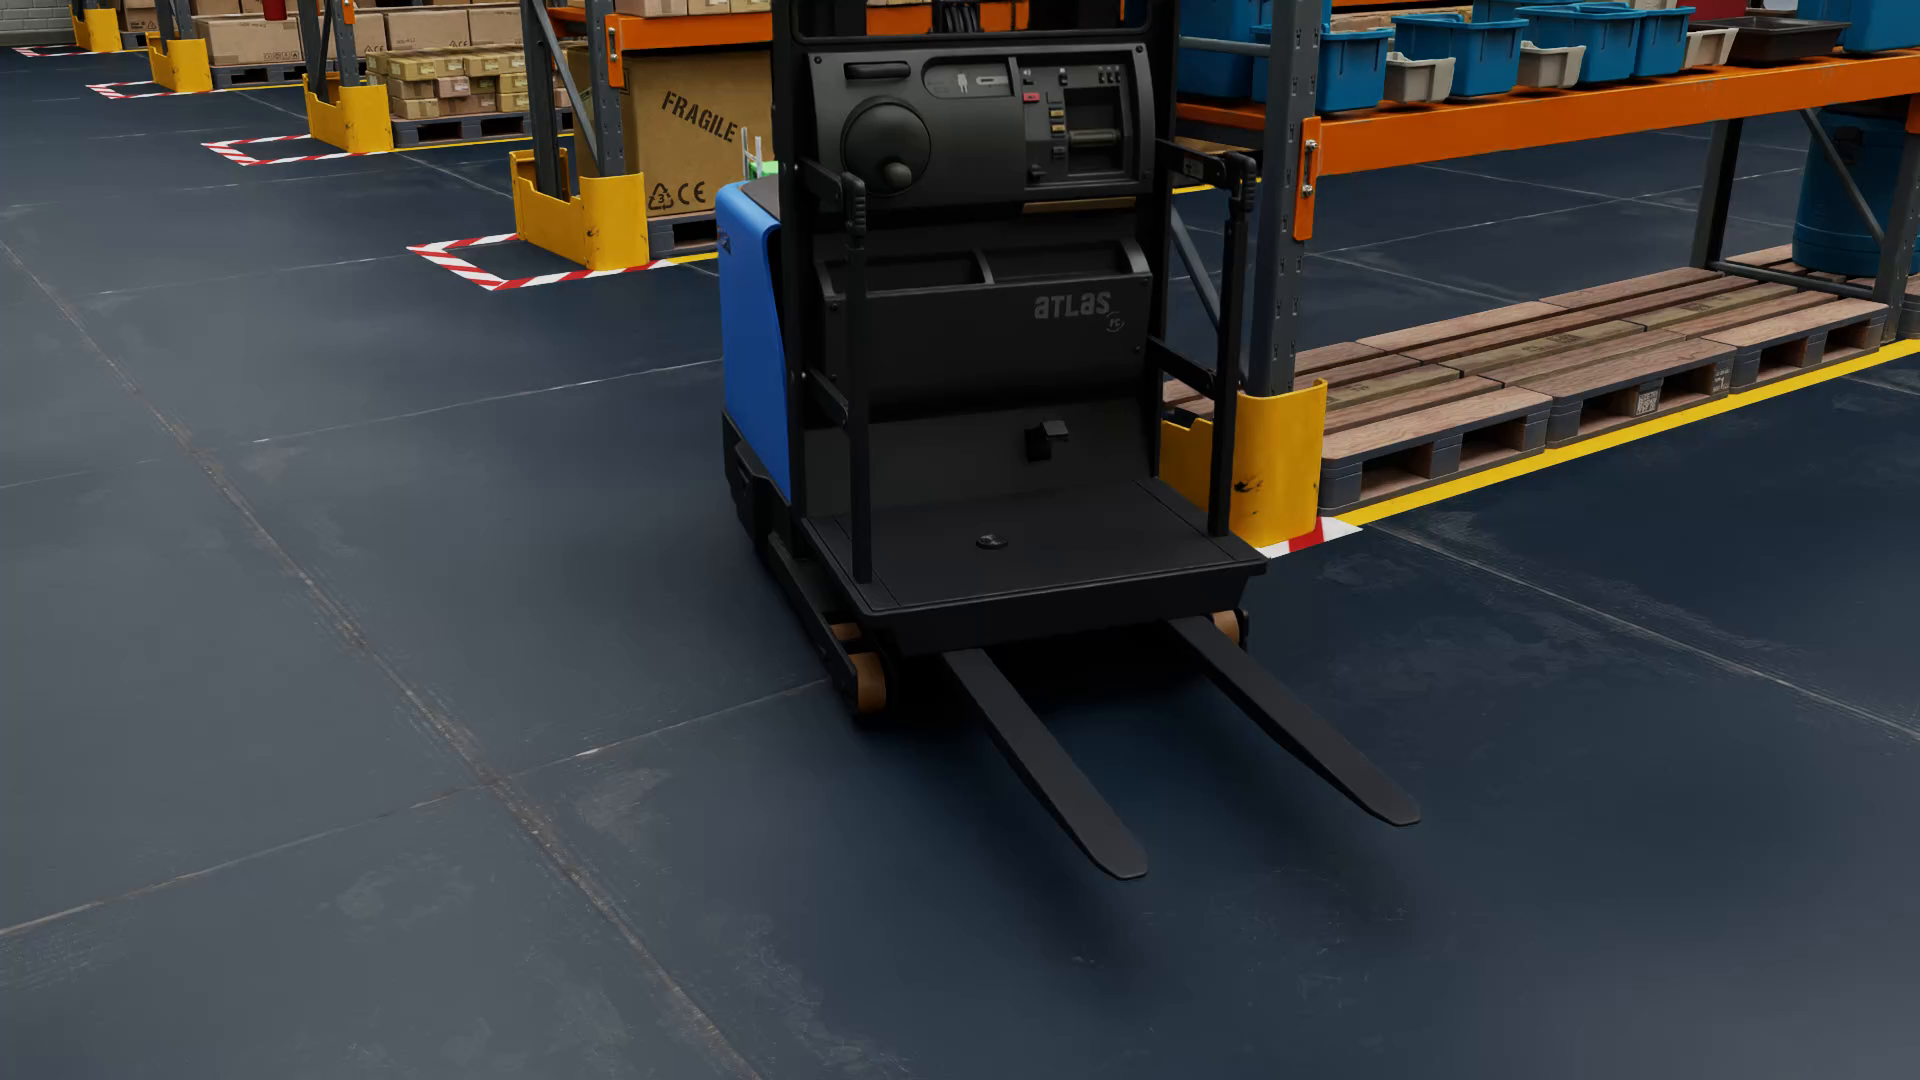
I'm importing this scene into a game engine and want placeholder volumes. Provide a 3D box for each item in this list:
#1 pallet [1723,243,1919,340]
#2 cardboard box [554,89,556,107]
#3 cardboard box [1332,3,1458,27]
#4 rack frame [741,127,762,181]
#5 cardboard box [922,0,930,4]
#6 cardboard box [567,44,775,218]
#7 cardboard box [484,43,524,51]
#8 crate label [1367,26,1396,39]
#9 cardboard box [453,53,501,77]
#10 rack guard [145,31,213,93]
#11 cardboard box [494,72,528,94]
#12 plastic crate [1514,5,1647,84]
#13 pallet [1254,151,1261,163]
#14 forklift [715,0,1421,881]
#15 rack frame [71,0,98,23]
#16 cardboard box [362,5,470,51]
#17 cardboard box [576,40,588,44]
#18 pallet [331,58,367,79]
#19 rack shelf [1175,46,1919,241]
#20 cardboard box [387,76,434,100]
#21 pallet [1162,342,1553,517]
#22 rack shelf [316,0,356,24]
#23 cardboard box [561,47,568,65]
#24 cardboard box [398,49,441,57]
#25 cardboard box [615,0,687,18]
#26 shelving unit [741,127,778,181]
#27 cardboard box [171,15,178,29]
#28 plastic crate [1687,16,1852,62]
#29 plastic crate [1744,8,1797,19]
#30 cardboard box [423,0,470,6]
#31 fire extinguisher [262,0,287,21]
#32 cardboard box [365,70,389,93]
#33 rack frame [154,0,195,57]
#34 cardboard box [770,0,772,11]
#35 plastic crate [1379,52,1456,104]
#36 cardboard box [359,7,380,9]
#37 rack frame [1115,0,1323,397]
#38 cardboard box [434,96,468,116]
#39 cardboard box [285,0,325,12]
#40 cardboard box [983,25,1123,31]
[{"bbox_3d":[4.629,-1.303,8.377,1.213,0.211,1.003,-15,26,-33],"label":"pallet"},{"bbox_3d":[-3.578,-3.713,13.935,0.250,0.149,0.380,-15,26,-33],"label":"cardboard box"},{"bbox_3d":[3.032,-3.674,12.856,0.875,0.875,1.225,-15,26,-33],"label":"cardboard box"},{"bbox_3d":[-0.704,-0.817,5.825,0.015,1.200,0.240,-7,23,-18],"label":"rack frame"},{"bbox_3d":[-0.221,-3.319,10.006,0.250,0.149,0.380,-14,26,-32],"label":"cardboard box"},{"bbox_3d":[-1.688,-2.439,9.761,0.875,0.875,0.875,-15,26,-33],"label":"cardboard box"},{"bbox_3d":[-3.888,-4.163,14.260,0.250,0.149,0.380,-14,26,-31],"label":"cardboard box"},{"bbox_3d":[1.743,-1.840,6.235,0.243,0.136,0.396,-15,26,-33],"label":"crate label"},{"bbox_3d":[-3.919,-3.852,13.480,0.250,0.149,0.380,-15,26,-33],"label":"cardboard box"},{"bbox_3d":[-7.968,-4.883,16.959,0.348,0.500,1.175,-15,26,-33],"label":"rack guard"},{"bbox_3d":[-3.727,-3.772,13.680,0.250,0.149,0.380,-14,26,-31],"label":"cardboard box"},{"bbox_3d":[2.193,-1.767,5.923,0.300,0.233,0.416,-15,26,-33],"label":"plastic crate"},{"bbox_3d":[2.659,-3.094,12.865,1.213,0.211,1.003,-15,26,-33],"label":"pallet"},{"bbox_3d":[0.138,-1.078,4.144,1.130,2.935,3.031,-7,23,-17],"label":"forklift"},{"bbox_3d":[-10.851,-7.542,20.249,0.127,3.000,1.000,-15,26,-33],"label":"rack frame"},{"bbox_3d":[-6.000,-5.622,18.330,0.875,0.438,0.875,-16,27,-34],"label":"cardboard box"},{"bbox_3d":[-3.190,-4.294,14.587,0.250,0.149,0.380,-16,27,-35],"label":"cardboard box"},{"bbox_3d":[-6.356,-5.213,18.176,1.213,0.211,1.003,-15,26,-33],"label":"pallet"},{"bbox_3d":[2.355,-1.677,6.521,4.000,0.370,1.077,-15,26,-33],"label":"rack shelf"},{"bbox_3d":[-4.401,-3.627,13.318,0.250,0.149,0.380,-14,26,-31],"label":"cardboard box"},{"bbox_3d":[1.424,-0.449,6.238,1.213,0.211,1.003,-15,26,-33],"label":"pallet"},{"bbox_3d":[-3.352,-4.681,14.050,4.000,0.370,1.077,-15,26,-33],"label":"rack shelf"},{"bbox_3d":[-3.295,-4.031,13.929,0.250,0.149,0.380,-14,26,-32],"label":"cardboard box"},{"bbox_3d":[-4.457,-3.957,13.743,0.250,0.149,0.380,-14,26,-32],"label":"cardboard box"},{"bbox_3d":[-1.680,-2.929,9.027,0.250,0.149,0.380,-15,26,-32],"label":"cardboard box"},{"bbox_3d":[-0.474,-0.847,5.899,0.503,1.200,0.258,-7,23,-18],"label":"shelving unit"},{"bbox_3d":[-9.931,-6.597,21.161,0.250,0.149,0.380,-16,27,-35],"label":"cardboard box"},{"bbox_3d":[3.227,-2.021,6.703,0.590,0.125,0.437,-15,26,-33],"label":"plastic crate"},{"bbox_3d":[3.517,-2.291,7.366,0.243,0.136,0.396,-15,26,-33],"label":"plastic crate"},{"bbox_3d":[-7.080,-7.479,22.897,0.500,0.500,0.500,-14,25,-31],"label":"cardboard box"},{"bbox_3d":[-5.450,-4.457,13.126,0.183,0.674,0.296,-15,26,-33],"label":"fire extinguisher"},{"bbox_3d":[-4.714,-3.791,13.728,0.250,0.149,0.380,-16,27,-34],"label":"cardboard box"},{"bbox_3d":[-7.949,-6.049,16.509,0.127,3.000,1.000,-15,26,-33],"label":"rack frame"},{"bbox_3d":[-1.054,-3.097,9.449,0.250,0.149,0.380,-15,26,-34],"label":"cardboard box"},{"bbox_3d":[1.433,-1.482,5.338,0.298,0.136,0.250,-15,26,-33],"label":"plastic crate"},{"bbox_3d":[-7.884,-7.070,22.346,0.250,0.149,0.380,-16,27,-34],"label":"cardboard box"},{"bbox_3d":[0.731,-1.578,5.303,0.127,3.000,1.000,-15,26,-33],"label":"rack frame"},{"bbox_3d":[-4.199,-3.551,13.529,0.250,0.149,0.380,-15,26,-33],"label":"cardboard box"},{"bbox_3d":[-8.740,-7.078,21.892,0.500,0.500,0.700,-16,27,-35],"label":"cardboard box"},{"bbox_3d":[0.503,-3.023,11.225,0.875,0.875,0.875,-15,26,-33],"label":"cardboard box"}]
